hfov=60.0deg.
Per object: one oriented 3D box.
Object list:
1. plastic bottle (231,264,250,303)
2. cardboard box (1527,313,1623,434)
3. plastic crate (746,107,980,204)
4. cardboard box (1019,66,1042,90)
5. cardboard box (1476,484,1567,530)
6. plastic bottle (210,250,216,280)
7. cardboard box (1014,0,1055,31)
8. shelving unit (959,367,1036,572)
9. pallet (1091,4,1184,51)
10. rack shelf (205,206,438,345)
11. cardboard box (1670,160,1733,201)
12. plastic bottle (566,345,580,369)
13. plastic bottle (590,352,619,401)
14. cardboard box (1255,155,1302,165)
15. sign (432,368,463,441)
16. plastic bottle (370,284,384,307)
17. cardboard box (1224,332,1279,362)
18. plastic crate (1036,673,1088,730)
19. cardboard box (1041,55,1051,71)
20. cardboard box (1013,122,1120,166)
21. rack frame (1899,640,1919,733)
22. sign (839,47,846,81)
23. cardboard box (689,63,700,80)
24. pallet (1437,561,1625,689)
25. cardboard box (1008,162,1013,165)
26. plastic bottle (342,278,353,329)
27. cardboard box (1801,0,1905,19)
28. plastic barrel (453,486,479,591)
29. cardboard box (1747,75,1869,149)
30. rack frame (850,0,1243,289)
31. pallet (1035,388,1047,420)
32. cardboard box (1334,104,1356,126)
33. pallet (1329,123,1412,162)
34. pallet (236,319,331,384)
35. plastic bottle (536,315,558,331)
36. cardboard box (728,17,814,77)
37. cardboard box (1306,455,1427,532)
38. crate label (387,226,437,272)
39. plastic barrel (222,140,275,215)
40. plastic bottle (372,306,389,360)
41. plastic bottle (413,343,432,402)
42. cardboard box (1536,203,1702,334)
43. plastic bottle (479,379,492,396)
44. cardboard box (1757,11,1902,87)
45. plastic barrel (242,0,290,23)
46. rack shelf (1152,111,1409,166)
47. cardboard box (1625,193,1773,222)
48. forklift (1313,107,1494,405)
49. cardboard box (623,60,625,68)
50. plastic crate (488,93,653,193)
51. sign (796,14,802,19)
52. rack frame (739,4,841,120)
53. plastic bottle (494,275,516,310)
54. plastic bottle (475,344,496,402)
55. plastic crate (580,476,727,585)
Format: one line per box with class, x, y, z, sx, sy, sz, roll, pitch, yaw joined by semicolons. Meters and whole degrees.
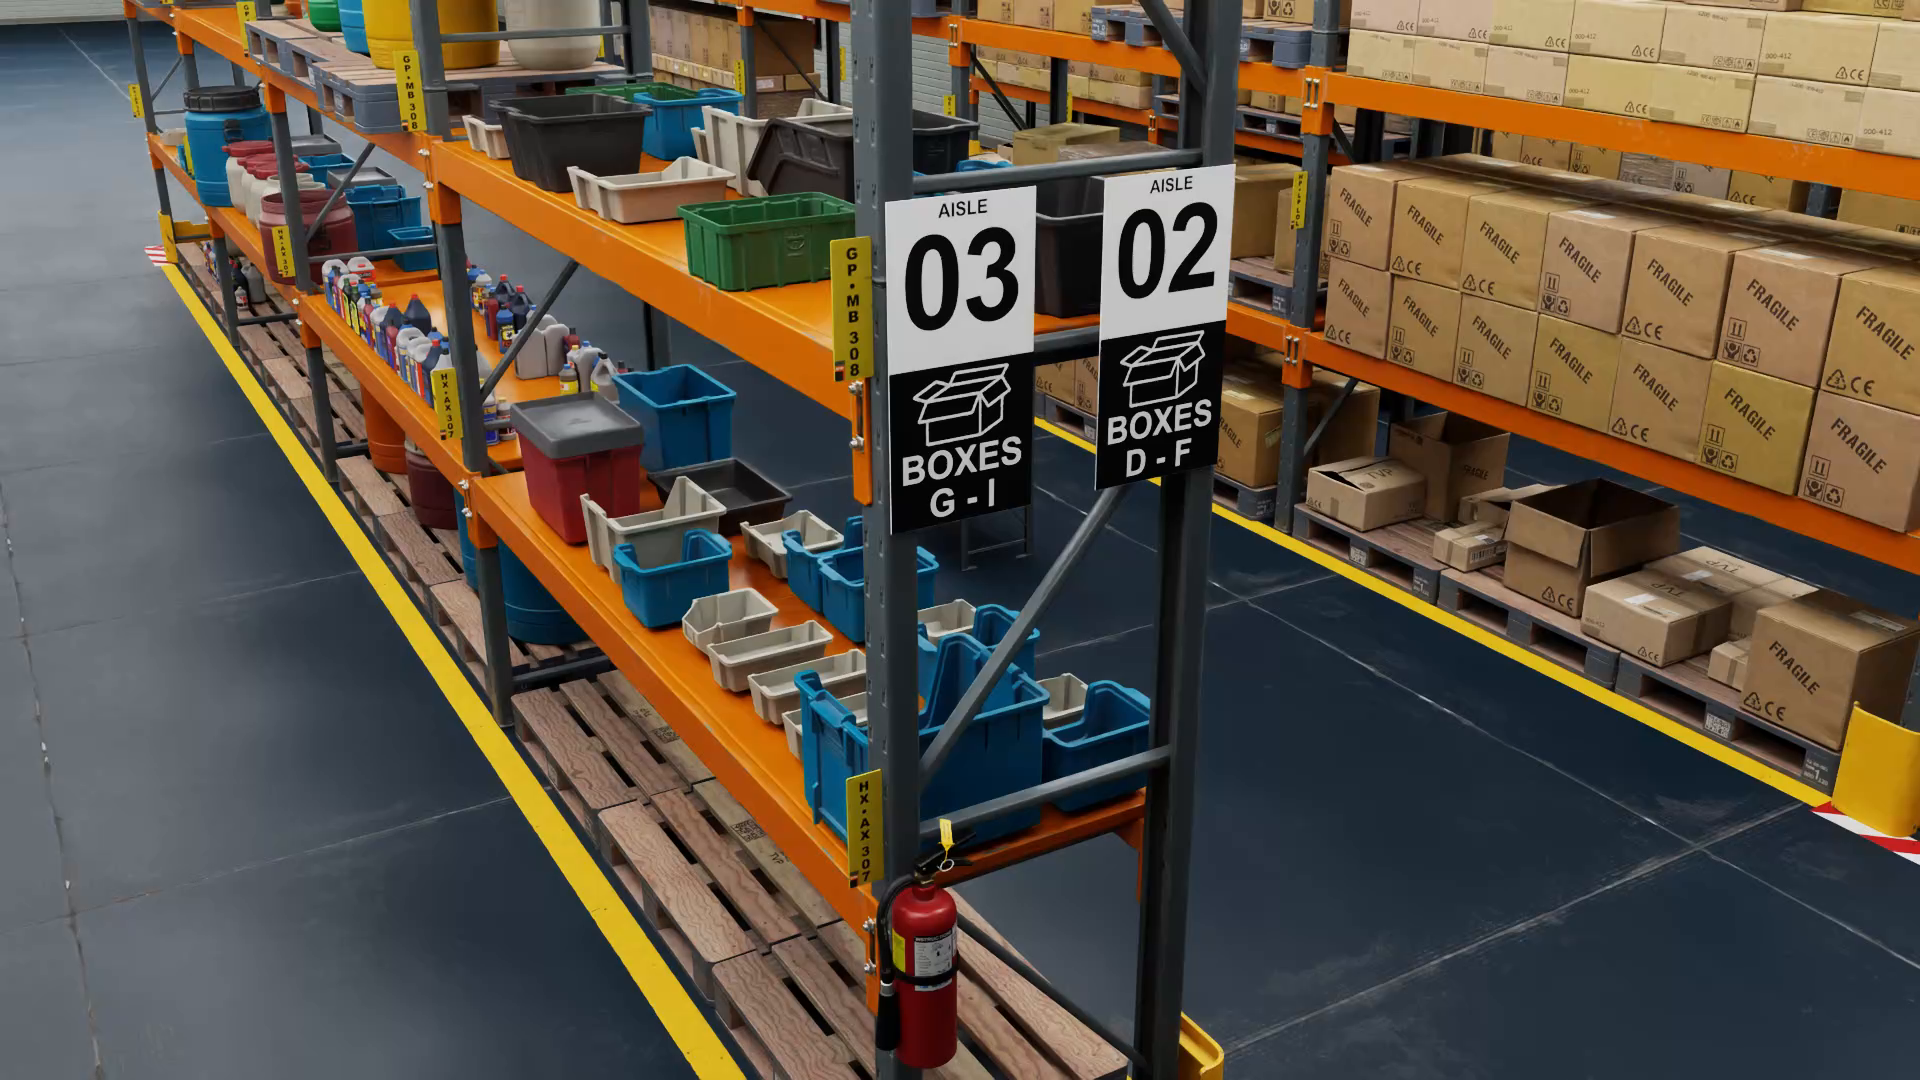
plastic bottle;-6.486;-2.305;14.932;0.144;0.351;0.185;-13;26;-30
cardboard box;3.243;-0.874;8.346;0.500;0.500;0.500;-13;25;-29
plastic crate;-0.323;-1.199;5.376;0.504;0.338;0.767;-13;25;-28
cardboard box;1.074;-5.765;20.684;0.500;0.250;0.500;-13;26;-29
cardboard box;3.356;-0.123;9.616;0.500;0.311;0.500;-13;25;-28
plastic bottle;-7.068;-2.620;15.812;0.097;0.271;0.097;0;22;0
cardboard box;0.907;-3.968;11.974;0.910;0.500;0.500;-13;25;-28
shelving unit;-0.044;-0.722;10.097;0.538;1.500;1.048;-13;25;-28
pallet;1.633;-3.399;10.957;1.213;0.211;1.003;-13;25;-28
rack shelf;-4.887;-2.194;12.682;1.077;0.370;4.000;-13;25;-28
cardboard box;5.973;-2.949;13.028;0.500;0.500;0.500;-12;25;-28
plastic bottle;-2.053;-0.941;8.906;0.097;0.201;0.097;0;22;0
plastic bottle;-1.744;-0.752;8.244;0.144;0.351;0.185;-13;25;-28
cardboard box;3.495;-3.929;17.734;0.500;0.250;0.500;-13;26;-30
sign;-2.296;-0.609;7.457;0.100;0.325;0.005;-13;25;-28
plastic bottle;-3.588;-1.466;10.199;0.097;0.201;0.097;0;22;0
cardboard box;1.890;-1.457;11.653;0.500;0.250;0.500;-13;25;-28
plastic crate;0.285;0.541;5.268;0.250;0.136;0.298;-13;25;-28
cardboard box;1.327;-5.955;20.156;0.500;0.500;0.500;-12;25;-27
cardboard box;0.813;-2.891;12.749;0.500;0.500;0.700;17;28;36
rack frame;4.481;-0.242;6.924;1.000;3.000;0.127;-13;25;-28
sign;-1.187;-4.734;16.542;0.100;0.325;0.005;-13;25;-28
cardboard box;-2.619;-4.932;17.467;0.380;0.149;0.250;-12;25;-27
pallet;3.415;0.373;9.114;1.003;0.211;1.213;-13;25;-28
cardboard box;0.246;-2.917;13.622;0.500;0.311;0.500;-11;25;-25
plastic bottle;-3.657;-1.422;9.982;0.061;0.283;0.133;-13;25;-28
cardboard box;4.022;-2.483;6.991;0.700;0.500;0.500;-13;25;-28
plastic barrel;-2.447;-0.217;9.090;0.600;0.901;0.708;-13;25;-28
cardboard box;3.746;-1.842;7.075;0.500;0.250;0.500;-13;25;-28
rack frame;0.221;-2.070;3.453;1.000;3.000;0.127;-13;25;-28
pallet;0.744;-1.291;13.208;1.003;0.211;1.213;-13;25;-28
cardboard box;4.094;-4.362;16.342;0.700;0.500;0.500;-15;27;-33
pallet;4.196;-3.907;16.195;1.213;0.211;1.003;-13;25;-28
pallet;-5.474;-1.637;14.058;1.003;0.211;1.213;-13;25;-28
plastic bottle;-2.323;-1.126;9.263;0.152;0.276;0.135;-13;25;-28
cardboard box;-1.881;-4.916;16.568;0.700;0.500;0.500;-12;25;-28
cardboard box;2.466;-0.318;10.096;0.500;0.311;0.500;-13;25;-28
crate label;-3.759;-2.011;11.498;0.303;0.233;0.416;-13;25;-28
plastic barrel;-5.609;-2.886;13.248;0.433;0.535;0.433;0;22;0
plastic bottle;-3.214;-1.172;9.375;0.152;0.276;0.135;-13;25;-28
plastic bottle;-2.746;-0.875;8.645;0.152;0.276;0.135;-13;25;-28
cardboard box;3.228;-1.339;8.163;0.500;0.500;0.500;-12;25;-27
plastic bottle;-2.390;-0.707;8.331;0.097;0.201;0.097;0;22;0
cardboard box;3.744;-2.073;6.980;0.500;0.250;0.500;-13;25;-28
plastic barrel;-4.716;-3.573;11.318;0.301;0.262;0.301;0;22;0
rack shelf;3.630;-4.100;17.370;1.077;0.370;4.000;-13;25;-28
cardboard box;3.696;-1.441;8.412;0.500;0.500;0.500;-13;25;-29
forklift;3.794;-2.898;13.549;1.130;2.935;3.031;12;25;28
cardboard box;-3.464;-5.314;19.270;0.700;0.500;0.500;-13;25;-28
plastic crate;-1.423;-1.460;6.109;0.497;0.269;0.590;-13;25;-28
sign;-2.822;-9.280;29.112;0.001;0.329;0.234;-13;25;-28
rack frame;-1.649;-4.127;16.481;1.000;3.000;0.127;-13;25;-28
plastic bottle;-2.663;-1.379;9.786;0.144;0.351;0.185;-13;25;-28
plastic bottle;-2.449;-0.825;8.423;0.144;0.351;0.185;-13;25;-28
plastic crate;-1.201;-0.029;6.476;0.437;0.282;0.530;-13;25;-28
